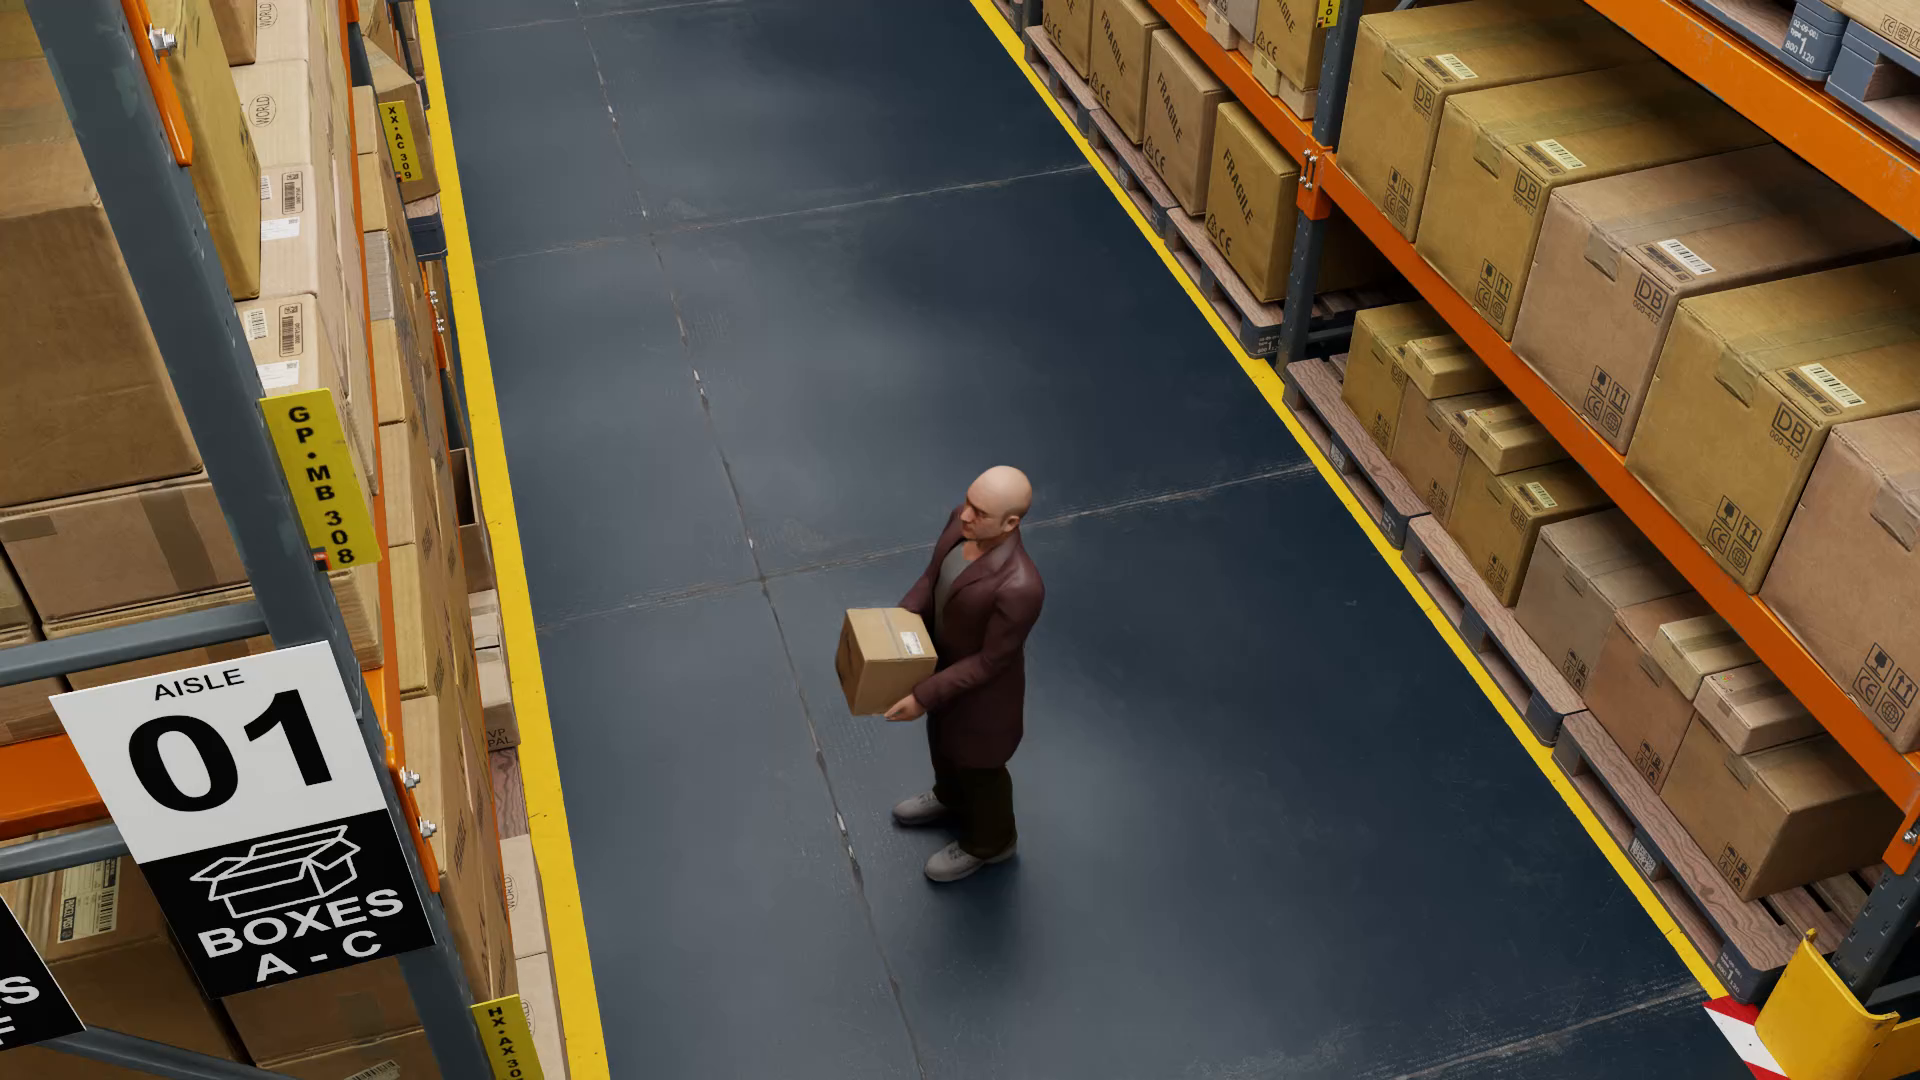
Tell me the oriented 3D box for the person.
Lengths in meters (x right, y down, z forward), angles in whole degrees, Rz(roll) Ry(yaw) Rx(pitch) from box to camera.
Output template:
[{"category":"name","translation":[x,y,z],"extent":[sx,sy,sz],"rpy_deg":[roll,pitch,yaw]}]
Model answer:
[{"category":"person","translation":[-0.042,0.487,5.622],"extent":[0.553,1.778,0.541],"rpy_deg":[-16,44,-17]}]
